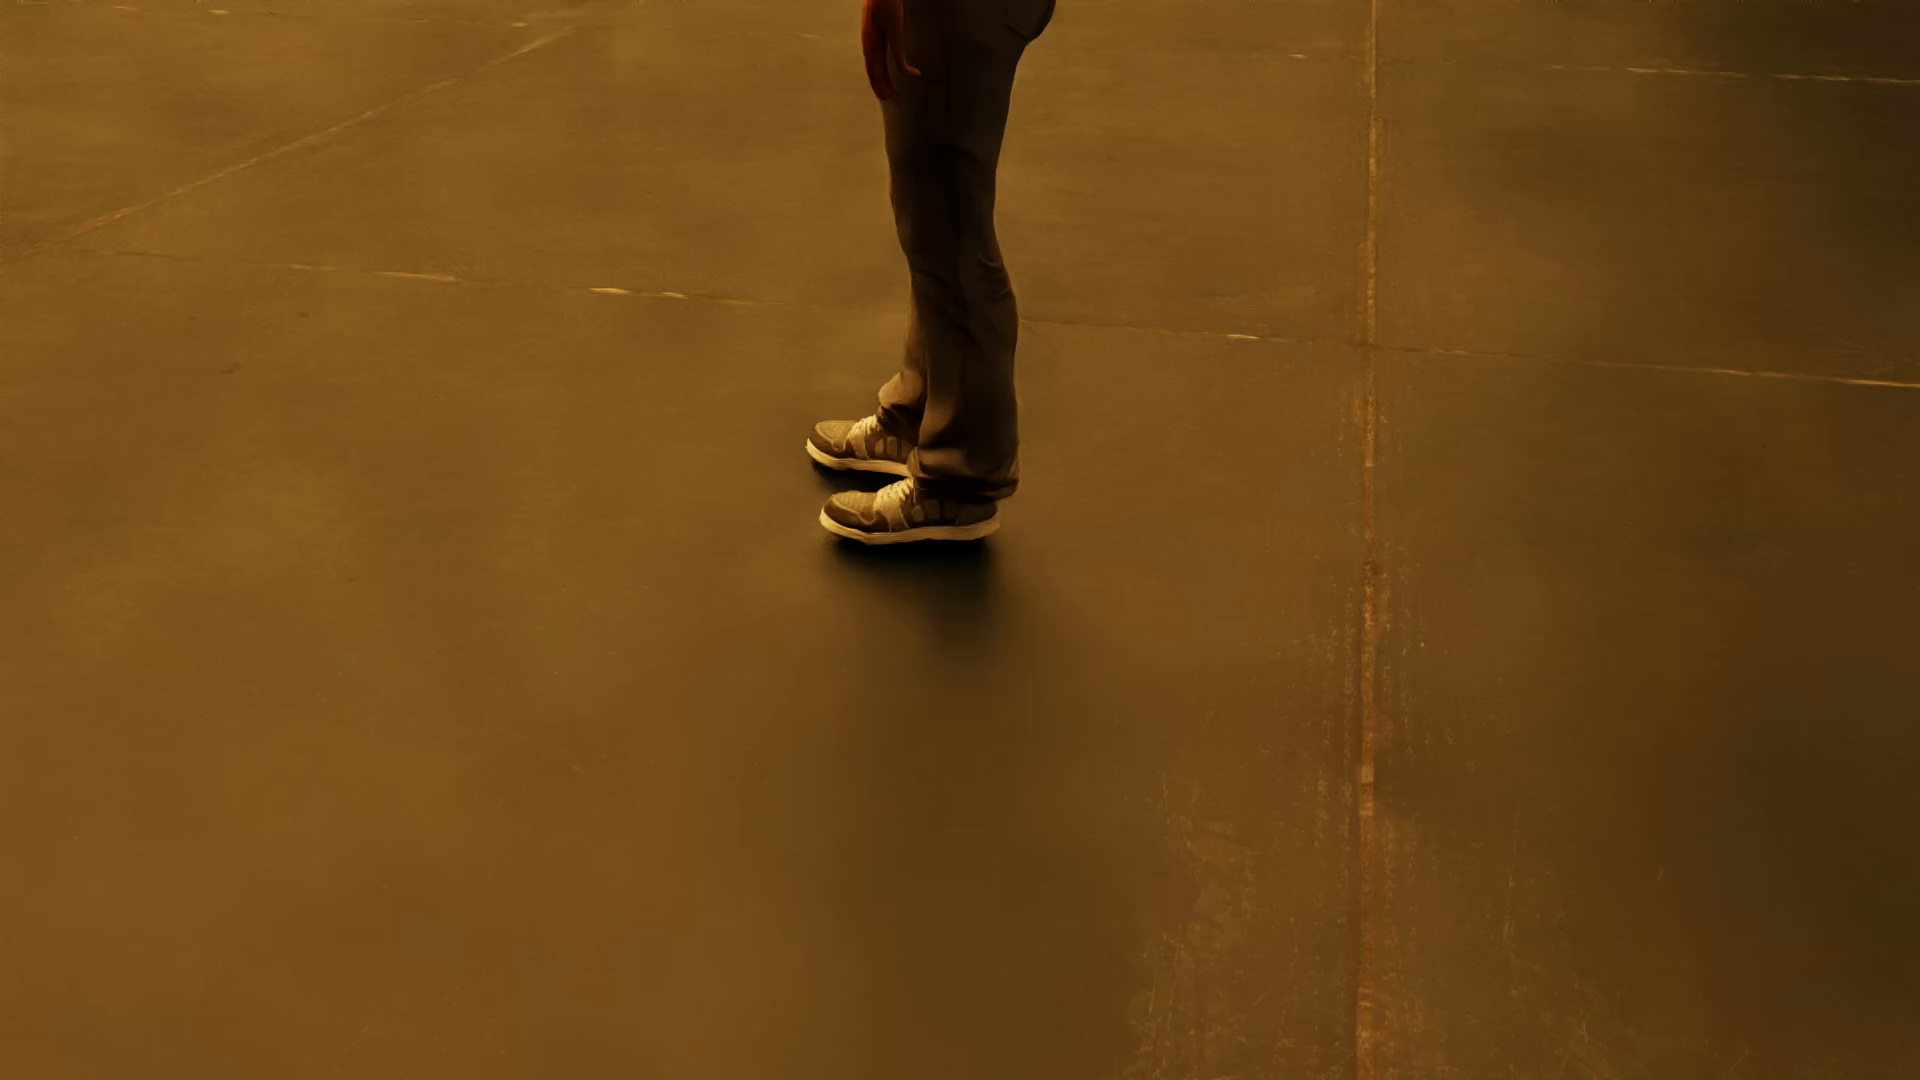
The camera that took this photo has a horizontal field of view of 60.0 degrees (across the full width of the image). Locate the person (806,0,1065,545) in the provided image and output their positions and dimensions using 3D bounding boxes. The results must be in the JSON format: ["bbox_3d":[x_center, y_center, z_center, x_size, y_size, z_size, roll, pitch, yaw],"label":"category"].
[{"bbox_3d":[-0.069,-0.733,2.164,0.474,1.597,0.521,6,27,11],"label":"person"}]
